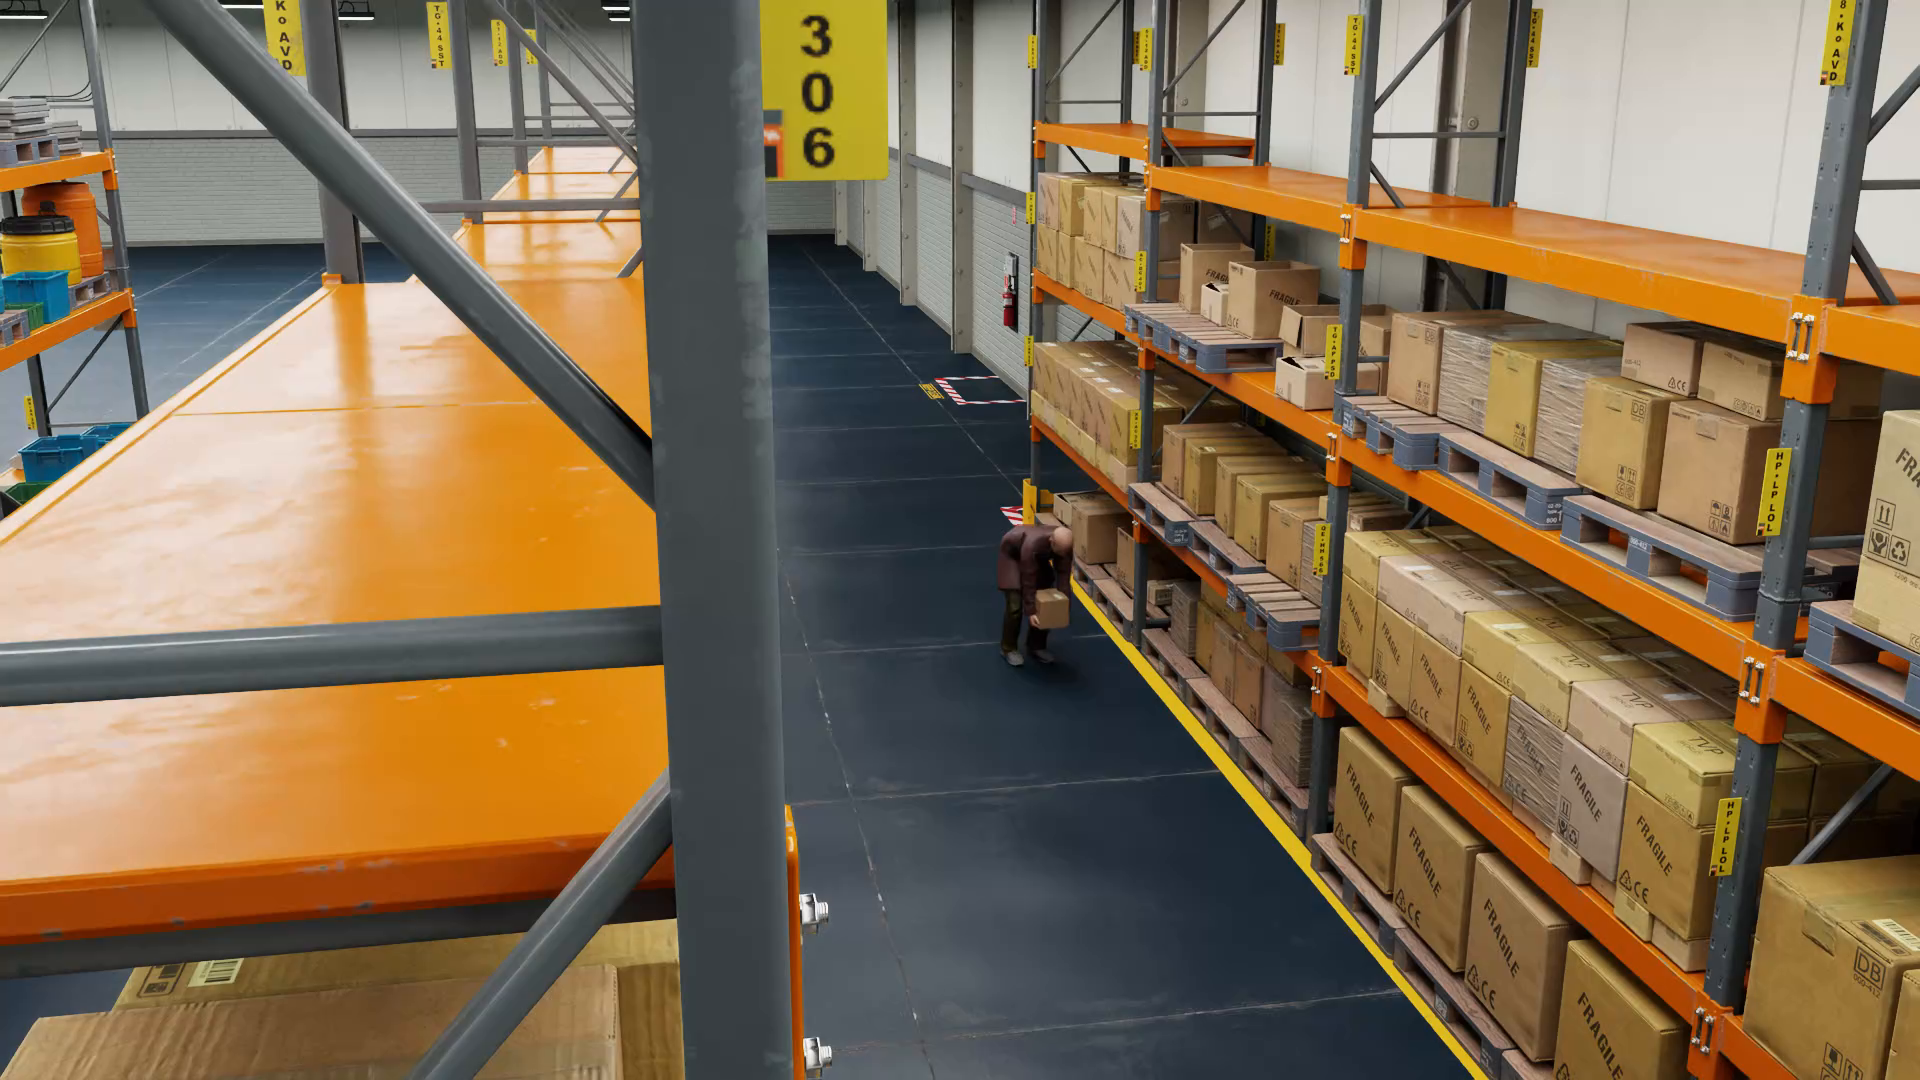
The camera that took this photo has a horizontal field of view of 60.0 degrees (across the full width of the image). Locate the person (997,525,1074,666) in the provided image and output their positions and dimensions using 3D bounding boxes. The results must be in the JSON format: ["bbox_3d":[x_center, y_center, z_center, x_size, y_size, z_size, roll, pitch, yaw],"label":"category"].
[{"bbox_3d":[0.656,0.457,13.885,0.550,1.279,0.914,-8,18,-26],"label":"person"}]
